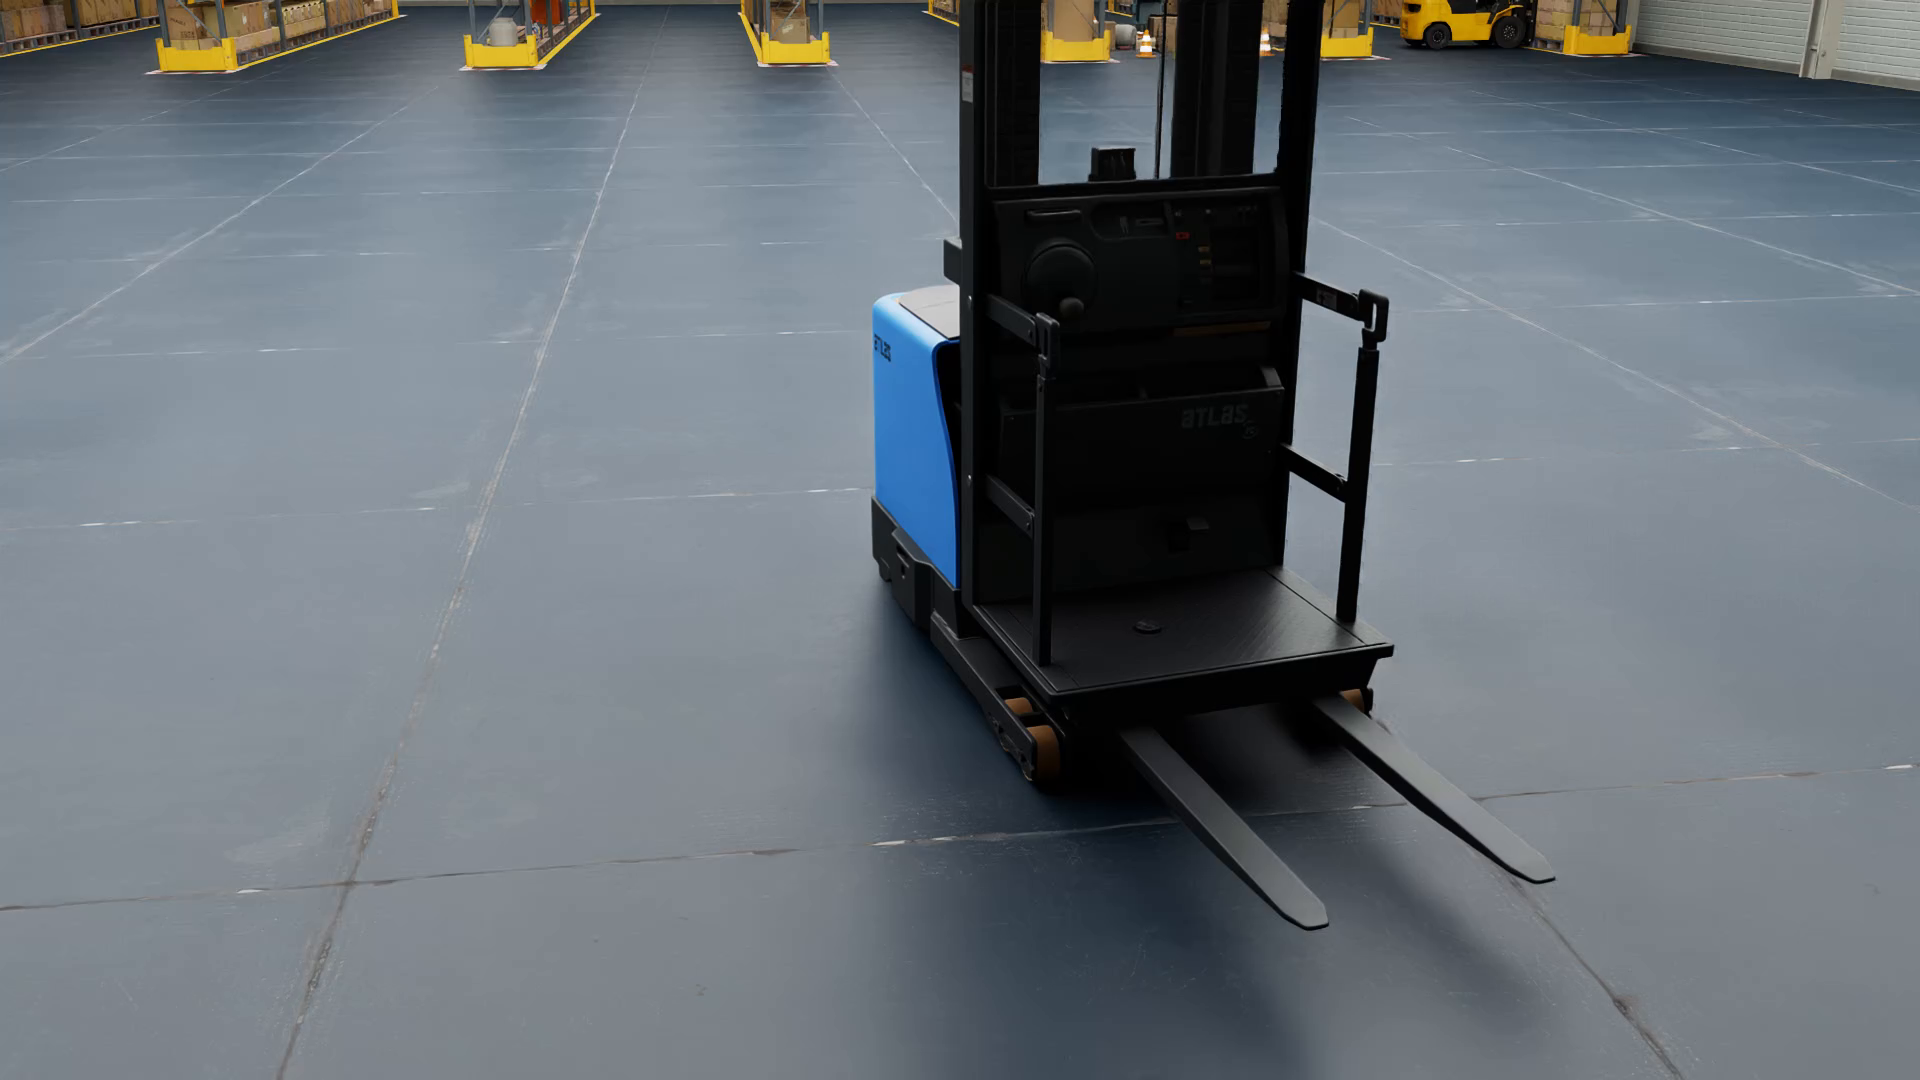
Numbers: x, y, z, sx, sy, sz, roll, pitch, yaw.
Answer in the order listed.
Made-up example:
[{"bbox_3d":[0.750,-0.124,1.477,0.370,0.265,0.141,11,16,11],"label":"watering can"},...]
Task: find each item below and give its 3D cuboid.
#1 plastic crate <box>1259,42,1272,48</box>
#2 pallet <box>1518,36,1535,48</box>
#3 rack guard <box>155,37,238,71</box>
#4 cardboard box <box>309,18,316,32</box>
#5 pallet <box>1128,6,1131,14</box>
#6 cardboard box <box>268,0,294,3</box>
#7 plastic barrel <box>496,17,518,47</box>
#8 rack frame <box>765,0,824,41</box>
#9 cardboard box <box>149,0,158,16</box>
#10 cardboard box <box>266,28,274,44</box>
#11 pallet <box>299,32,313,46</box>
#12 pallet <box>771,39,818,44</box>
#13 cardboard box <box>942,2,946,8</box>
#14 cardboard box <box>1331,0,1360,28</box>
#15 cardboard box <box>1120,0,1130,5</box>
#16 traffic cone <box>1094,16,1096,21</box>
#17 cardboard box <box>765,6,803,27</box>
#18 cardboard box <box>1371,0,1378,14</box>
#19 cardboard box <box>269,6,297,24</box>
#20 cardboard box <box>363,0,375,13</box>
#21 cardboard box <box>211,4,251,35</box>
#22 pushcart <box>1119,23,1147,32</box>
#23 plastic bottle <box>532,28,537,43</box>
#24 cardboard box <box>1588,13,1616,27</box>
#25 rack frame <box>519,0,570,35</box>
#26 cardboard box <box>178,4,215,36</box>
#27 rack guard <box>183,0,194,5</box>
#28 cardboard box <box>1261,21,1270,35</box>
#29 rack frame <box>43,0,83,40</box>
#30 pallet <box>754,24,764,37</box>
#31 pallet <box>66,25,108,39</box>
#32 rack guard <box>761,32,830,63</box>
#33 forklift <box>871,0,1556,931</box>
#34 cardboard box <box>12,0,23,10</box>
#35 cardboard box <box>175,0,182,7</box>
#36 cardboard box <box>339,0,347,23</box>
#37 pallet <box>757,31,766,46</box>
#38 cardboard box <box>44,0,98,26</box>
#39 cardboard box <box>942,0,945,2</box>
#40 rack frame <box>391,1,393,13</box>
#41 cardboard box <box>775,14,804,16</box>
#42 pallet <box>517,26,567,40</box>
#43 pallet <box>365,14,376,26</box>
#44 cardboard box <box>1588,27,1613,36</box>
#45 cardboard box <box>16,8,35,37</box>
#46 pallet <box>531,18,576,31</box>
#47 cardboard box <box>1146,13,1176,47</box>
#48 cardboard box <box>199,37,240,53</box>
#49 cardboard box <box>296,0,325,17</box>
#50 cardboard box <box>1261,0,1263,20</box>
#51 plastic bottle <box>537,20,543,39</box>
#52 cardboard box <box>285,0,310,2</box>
[{"bbox_3d":[5.781,-9.678,32.515,0.402,0.080,0.583,-11,23,-26],"label":"plastic crate"},{"bbox_3d":[11.530,-9.876,32.855,1.003,0.211,1.213,-3,21,-8],"label":"pallet"},{"bbox_3d":[-12.664,-8.069,27.604,1.175,0.500,0.348,-3,21,-8],"label":"rack guard"},{"bbox_3d":[-13.356,-10.404,33.614,0.500,0.250,0.500,-2,21,-7],"label":"cardboard box"},{"bbox_3d":[5.001,-13.785,43.323,1.003,0.211,1.213,-3,21,-8],"label":"pallet"},{"bbox_3d":[-14.036,-10.993,34.390,0.500,0.311,0.500,-2,21,-6],"label":"cardboard box"},{"bbox_3d":[-8.008,-8.925,29.281,0.421,0.512,0.421,0,20,0],"label":"plastic barrel"},{"bbox_3d":[-2.864,-9.746,28.524,1.000,3.000,0.127,-3,21,-8],"label":"rack frame"},{"bbox_3d":[-19.374,-12.615,39.178,0.700,0.500,0.500,-3,21,-8],"label":"cardboard box"},{"bbox_3d":[-12.898,-9.218,30.440,0.500,0.250,0.500,-3,21,-8],"label":"cardboard box"},{"bbox_3d":[-13.568,-10.003,33.196,1.003,0.211,1.213,-3,21,-8],"label":"pallet"},{"bbox_3d":[-3.130,-9.171,30.968,1.003,0.211,1.213,-3,21,-8],"label":"pallet"},{"bbox_3d":[-0.253,-13.630,42.396,0.380,0.149,0.250,-3,21,-8],"label":"cardboard box"},{"bbox_3d":[7.096,-9.807,30.945,0.500,0.500,0.500,-4,21,-10],"label":"cardboard box"},{"bbox_3d":[4.830,-14.559,44.471,0.875,0.438,0.875,-4,21,-10],"label":"cardboard box"},{"bbox_3d":[2.783,-10.698,34.699,0.336,0.463,0.334,-3,21,-8],"label":"traffic cone"},{"bbox_3d":[-3.508,-10.380,33.164,0.700,0.500,0.500,-5,21,-12],"label":"cardboard box"},{"bbox_3d":[10.194,-12.963,40.108,0.500,0.500,0.500,-4,21,-10],"label":"cardboard box"},{"bbox_3d":[-13.124,-10.133,32.088,0.500,0.311,0.500,-3,21,-8],"label":"cardboard box"},{"bbox_3d":[-14.673,-13.089,40.414,0.797,0.503,0.637,-3,21,-8],"label":"cardboard box"},{"bbox_3d":[-12.683,-9.050,28.918,0.500,0.500,0.500,-3,21,-8],"label":"cardboard box"},{"bbox_3d":[4.117,-10.270,33.674,1.648,0.377,0.936,-11,23,-26],"label":"pushcart"},{"bbox_3d":[-7.733,-9.153,30.188,0.061,0.283,0.133,-3,21,-7],"label":"plastic bottle"},{"bbox_3d":[11.992,-9.814,31.320,0.500,0.250,0.500,-3,21,-7],"label":"cardboard box"},{"bbox_3d":[-8.918,-12.266,35.271,1.000,3.000,0.127,-3,21,-8],"label":"rack frame"},{"bbox_3d":[-13.198,-9.024,28.848,0.500,0.500,0.500,-3,21,-8],"label":"cardboard box"},{"bbox_3d":[-19.879,-13.374,41.809,1.175,0.500,0.348,-3,21,-8],"label":"rack guard"},{"bbox_3d":[6.272,-10.137,32.901,0.500,0.250,0.500,-2,21,-5],"label":"cardboard box"},{"bbox_3d":[-18.722,-11.767,33.933,1.000,3.000,0.127,-3,21,-8],"label":"rack frame"},{"bbox_3d":[-3.906,-10.939,35.703,1.003,0.211,1.213,-3,21,-8],"label":"pallet"},{"bbox_3d":[-18.761,-10.737,35.162,1.003,0.211,1.213,-3,21,-8],"label":"pallet"},{"bbox_3d":[-2.875,-8.601,29.031,1.175,0.500,0.348,-3,21,-8],"label":"rack guard"},{"bbox_3d":[0.616,-0.829,4.746,1.130,2.935,3.031,-7,21,-17],"label":"forklift"},{"bbox_3d":[-18.413,-10.354,32.024,0.500,0.250,0.500,-4,21,-9],"label":"cardboard box"},{"bbox_3d":[-19.675,-13.325,41.078,0.700,0.500,0.500,-3,21,-8],"label":"cardboard box"},{"bbox_3d":[-13.752,-11.580,36.377,0.500,0.500,0.500,-3,21,-8],"label":"cardboard box"},{"bbox_3d":[-3.554,-10.094,33.441,1.003,0.211,1.213,-3,21,-8],"label":"pallet"},{"bbox_3d":[-18.698,-11.217,34.935,0.750,0.750,0.750,-3,21,-8],"label":"cardboard box"},{"bbox_3d":[-0.258,-13.948,42.823,0.380,0.149,0.250,-4,21,-10],"label":"cardboard box"},{"bbox_3d":[-14.974,-14.788,42.022,1.000,3.000,0.127,-3,21,-8],"label":"rack frame"},{"bbox_3d":[-3.129,-9.412,30.601,0.500,0.500,0.500,-1,21,-3],"label":"cardboard box"},{"bbox_3d":[-8.845,-10.690,35.035,1.003,0.211,1.213,-3,21,-8],"label":"pallet"},{"bbox_3d":[-14.495,-12.334,39.438,1.003,0.211,1.213,-3,21,-8],"label":"pallet"},{"bbox_3d":[11.977,-9.586,31.425,0.500,0.250,0.500,-3,21,-8],"label":"cardboard box"},{"bbox_3d":[-18.426,-10.026,32.216,0.700,0.500,0.500,-3,21,-7],"label":"cardboard box"},{"bbox_3d":[-9.246,-11.652,37.612,1.003,0.211,1.213,-3,21,-8],"label":"pallet"},{"bbox_3d":[4.041,-9.944,32.427,0.797,0.637,0.503,-3,21,-8],"label":"cardboard box"},{"bbox_3d":[-12.524,-8.353,28.124,0.500,0.250,0.500,-3,21,-8],"label":"cardboard box"},{"bbox_3d":[-13.501,-11.020,34.463,0.500,0.311,0.500,-2,21,-6],"label":"cardboard box"},{"bbox_3d":[6.184,-10.673,33.263,0.500,0.500,0.500,-2,21,-5],"label":"cardboard box"},{"bbox_3d":[-7.964,-9.638,31.391,0.144,0.351,0.185,-3,21,-9],"label":"plastic bottle"},{"bbox_3d":[-14.188,-11.365,35.801,0.500,0.500,0.500,-2,21,-6],"label":"cardboard box"}]
